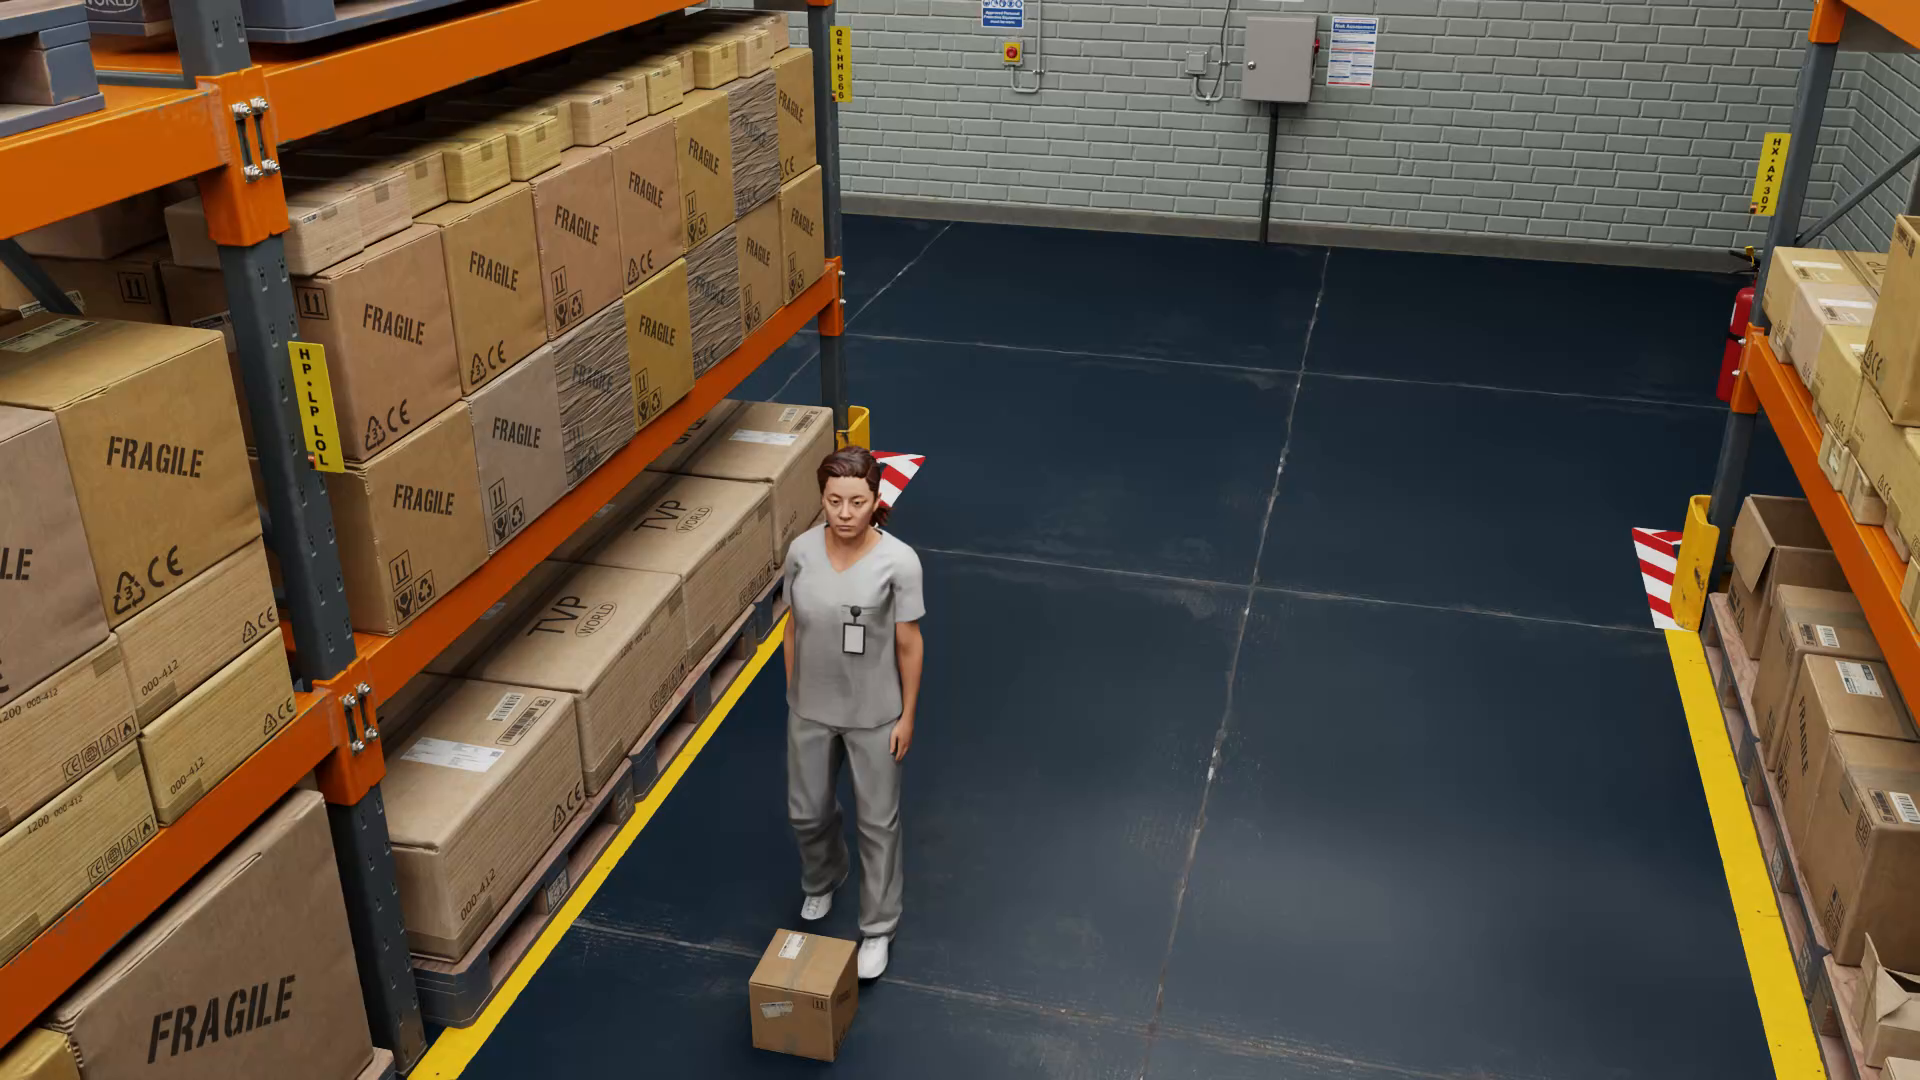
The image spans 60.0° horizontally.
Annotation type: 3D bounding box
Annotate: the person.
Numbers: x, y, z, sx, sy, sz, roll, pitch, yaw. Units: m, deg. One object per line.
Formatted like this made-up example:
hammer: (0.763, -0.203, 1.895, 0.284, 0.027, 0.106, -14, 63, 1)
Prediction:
person: (-0.329, 0.548, 5.043, 0.446, 1.747, 0.478, 7, 26, 14)
